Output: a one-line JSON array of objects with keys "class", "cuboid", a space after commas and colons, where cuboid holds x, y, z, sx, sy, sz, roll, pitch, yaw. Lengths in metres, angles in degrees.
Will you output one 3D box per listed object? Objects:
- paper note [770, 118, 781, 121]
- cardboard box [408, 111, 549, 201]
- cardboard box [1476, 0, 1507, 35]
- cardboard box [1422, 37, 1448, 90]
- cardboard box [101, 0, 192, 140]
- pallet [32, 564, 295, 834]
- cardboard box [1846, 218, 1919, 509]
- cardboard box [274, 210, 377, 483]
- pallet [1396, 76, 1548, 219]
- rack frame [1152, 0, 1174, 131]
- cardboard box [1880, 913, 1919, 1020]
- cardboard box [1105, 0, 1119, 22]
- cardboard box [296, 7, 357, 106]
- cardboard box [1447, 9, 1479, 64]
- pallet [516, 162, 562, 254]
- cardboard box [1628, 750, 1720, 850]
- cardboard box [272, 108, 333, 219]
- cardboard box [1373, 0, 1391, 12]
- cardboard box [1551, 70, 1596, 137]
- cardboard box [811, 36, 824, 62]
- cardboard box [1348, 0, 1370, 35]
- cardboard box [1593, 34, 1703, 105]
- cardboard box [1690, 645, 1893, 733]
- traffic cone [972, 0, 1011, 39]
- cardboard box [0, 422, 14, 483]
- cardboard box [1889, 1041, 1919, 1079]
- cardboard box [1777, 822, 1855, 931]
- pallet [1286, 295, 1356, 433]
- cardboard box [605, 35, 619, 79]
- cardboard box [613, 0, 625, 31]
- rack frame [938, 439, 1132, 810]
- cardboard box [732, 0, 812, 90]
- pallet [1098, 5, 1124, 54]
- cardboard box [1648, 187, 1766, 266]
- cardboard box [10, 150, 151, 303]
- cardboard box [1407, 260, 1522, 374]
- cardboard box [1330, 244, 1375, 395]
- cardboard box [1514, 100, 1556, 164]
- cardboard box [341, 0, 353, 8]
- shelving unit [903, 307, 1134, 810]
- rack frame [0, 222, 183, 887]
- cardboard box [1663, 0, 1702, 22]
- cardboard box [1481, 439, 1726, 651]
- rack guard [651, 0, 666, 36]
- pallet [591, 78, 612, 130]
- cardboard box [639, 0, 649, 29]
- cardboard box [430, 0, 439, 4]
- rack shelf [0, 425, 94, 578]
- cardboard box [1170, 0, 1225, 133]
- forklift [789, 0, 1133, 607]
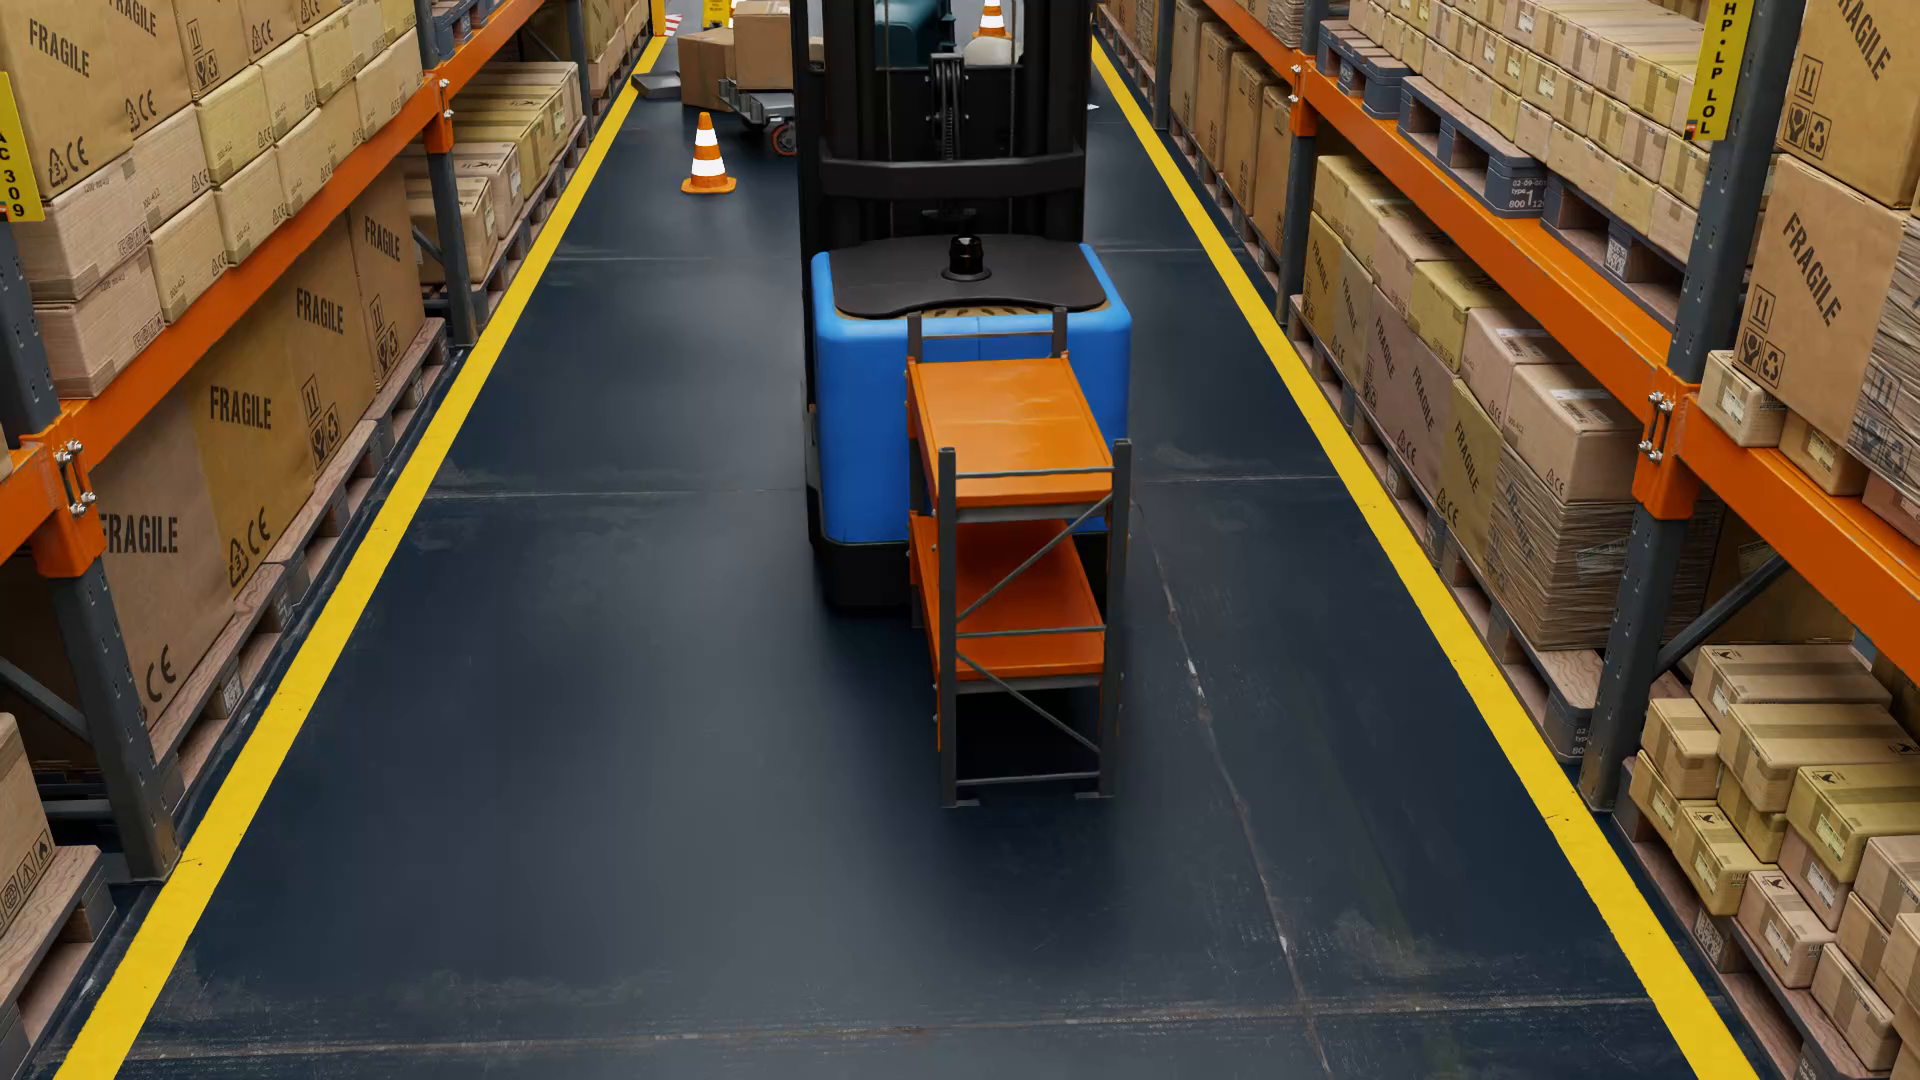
[{"class": "paper note", "cuboid": [-1.379, -3.083, 12.129, 0.148, 0.019, 0.142, -1, 28, -3]}, {"class": "cardboard box", "cuboid": [-2.946, -2.240, 9.688, 0.950, 0.372, 0.625, 0, 28, -1]}, {"class": "cardboard box", "cuboid": [2.002, -1.831, 5.691, 0.380, 0.149, 0.250, -2, 28, -3]}, {"class": "cardboard box", "cuboid": [1.974, -1.800, 6.275, 0.380, 0.149, 0.250, -1, 28, -1]}, {"class": "cardboard box", "cuboid": [-2.428, -1.351, 4.408, 0.500, 0.500, 0.500, -2, 28, -3]}, {"class": "pallet", "cuboid": [-2.753, 0.463, 5.135, 1.003, 0.211, 1.213, -1, 28, -3]}, {"class": "cardboard box", "cuboid": [2.108, -0.299, 3.149, 0.500, 0.500, 0.500, -1, 28, -3]}, {"class": "cardboard box", "cuboid": [-2.851, -0.778, 6.341, 0.875, 0.875, 0.875, -1, 28, -2]}, {"class": "pallet", "cuboid": [2.236, -1.435, 5.964, 1.003, 0.211, 1.213, -1, 28, -3]}, {"class": "rack frame", "cuboid": [1.883, -4.280, 11.213, 1.000, 3.000, 0.127, -1, 28, -3]}, {"class": "cardboard box", "cuboid": [2.097, 0.876, 3.312, 0.380, 0.149, 0.250, -1, 28, -2]}, {"class": "cardboard box", "cuboid": [1.775, -5.060, 14.551, 0.875, 0.875, 0.875, -1, 28, -2]}, {"class": "cardboard box", "cuboid": [-2.490, -1.732, 5.948, 0.500, 0.250, 0.500, -2, 28, -4]}, {"class": "cardboard box", "cuboid": [1.985, -1.817, 5.985, 0.380, 0.149, 0.250, -2, 28, -3]}, {"class": "pallet", "cuboid": [-2.946, -1.953, 9.767, 1.003, 0.211, 1.213, -1, 28, -3]}, {"class": "cardboard box", "cuboid": [1.999, 0.668, 4.354, 0.380, 0.149, 0.250, -3, 28, -5]}, {"class": "cardboard box", "cuboid": [-2.453, -1.269, 5.603, 0.500, 0.250, 0.500, -2, 28, -3]}, {"class": "cardboard box", "cuboid": [1.933, -2.286, 6.886, 0.380, 0.149, 0.250, 0, 28, 0]}, {"class": "cardboard box", "cuboid": [2.039, -1.334, 5.059, 0.380, 0.149, 0.250, -2, 28, -4]}, {"class": "cardboard box", "cuboid": [-1.178, -4.141, 14.028, 0.380, 0.149, 0.250, 13, 30, 24]}, {"class": "cardboard box", "cuboid": [1.913, -2.296, 7.226, 0.380, 0.149, 0.250, -2, 28, -3]}, {"class": "cardboard box", "cuboid": [2.058, -1.348, 4.766, 0.380, 0.149, 0.250, -2, 28, -4]}, {"class": "cardboard box", "cuboid": [2.112, 0.393, 4.239, 0.380, 0.149, 0.250, 0, 28, -1]}, {"class": "traffic cone", "cuboid": [0.284, -4.723, 14.805, 0.336, 0.463, 0.334, -1, 28, -3]}, {"class": "cardboard box", "cuboid": [-2.358, -0.256, 3.388, 0.500, 0.500, 0.500, -1, 28, -2]}, {"class": "cardboard box", "cuboid": [2.190, 1.144, 3.442, 0.380, 0.149, 0.250, -3, 28, -5]}, {"class": "cardboard box", "cuboid": [2.151, 0.762, 3.853, 0.380, 0.149, 0.250, -2, 28, -3]}, {"class": "pallet", "cuboid": [2.131, -0.835, 7.624, 1.003, 0.211, 1.213, -1, 28, -3]}, {"class": "cardboard box", "cuboid": [-2.856, -3.606, 12.440, 0.500, 0.250, 0.500, 0, 28, 0]}, {"class": "cardboard box", "cuboid": [-2.881, -4.179, 12.727, 0.500, 0.500, 0.500, 0, 28, 0]}, {"class": "rack frame", "cuboid": [0.194, 0.255, 4.545, 0.500, 1.125, 0.032, -3, 28, -5]}, {"class": "cardboard box", "cuboid": [-1.279, -3.398, 11.406, 0.500, 0.500, 0.500, -1, 28, -3]}, {"class": "pallet", "cuboid": [1.794, -4.523, 14.695, 1.003, 0.211, 1.213, -1, 28, -3]}, {"class": "cardboard box", "cuboid": [2.082, -0.839, 4.432, 0.380, 0.149, 0.250, -2, 28, -4]}, {"class": "cardboard box", "cuboid": [-2.379, -0.785, 4.132, 0.500, 0.250, 0.500, -2, 28, -4]}, {"class": "cardboard box", "cuboid": [1.954, -0.815, 6.007, 0.500, 0.250, 0.500, -3, 28, -5]}, {"class": "cardboard box", "cuboid": [1.904, -0.946, 7.069, 0.500, 0.500, 0.500, -1, 28, -2]}, {"class": "cardboard box", "cuboid": [2.024, -1.318, 5.351, 0.380, 0.149, 0.250, -3, 28, -5]}, {"class": "cardboard box", "cuboid": [-2.523, -2.285, 6.198, 0.500, 0.500, 0.500, -1, 28, -2]}, {"class": "shelving unit", "cuboid": [0.140, 0.021, 4.993, 0.538, 1.125, 1.048, -3, 28, -5]}, {"class": "rack frame", "cuboid": [-2.638, -0.419, 3.810, 1.000, 3.000, 0.127, -1, 28, -3]}, {"class": "cardboard box", "cuboid": [2.653, -1.839, 5.706, 0.380, 0.149, 0.250, -1, 28, -1]}, {"class": "cardboard box", "cuboid": [2.010, 0.001, 5.254, 0.500, 0.500, 0.500, -2, 28, -4]}, {"class": "rack guard", "cuboid": [-3.260, -4.818, 14.946, 1.175, 0.500, 0.348, -1, 28, -3]}, {"class": "pallet", "cuboid": [-3.126, -3.187, 12.132, 1.003, 0.211, 1.213, -1, 28, -3]}, {"class": "cardboard box", "cuboid": [-2.952, -4.550, 14.250, 0.500, 0.250, 0.500, -2, 28, -3]}, {"class": "cardboard box", "cuboid": [-2.659, -2.627, 7.861, 0.380, 0.149, 0.250, -3, 28, -6]}, {"class": "rack shelf", "cuboid": [-2.533, 0.823, 2.206, 1.077, 0.370, 4.000, -1, 28, -3]}, {"class": "cardboard box", "cuboid": [2.005, -3.184, 11.090, 1.050, 0.750, 0.750, -2, 28, -3]}, {"class": "forklift", "cuboid": [-0.098, -1.723, 6.384, 1.130, 2.935, 3.031, -3, 28, -5]}]
